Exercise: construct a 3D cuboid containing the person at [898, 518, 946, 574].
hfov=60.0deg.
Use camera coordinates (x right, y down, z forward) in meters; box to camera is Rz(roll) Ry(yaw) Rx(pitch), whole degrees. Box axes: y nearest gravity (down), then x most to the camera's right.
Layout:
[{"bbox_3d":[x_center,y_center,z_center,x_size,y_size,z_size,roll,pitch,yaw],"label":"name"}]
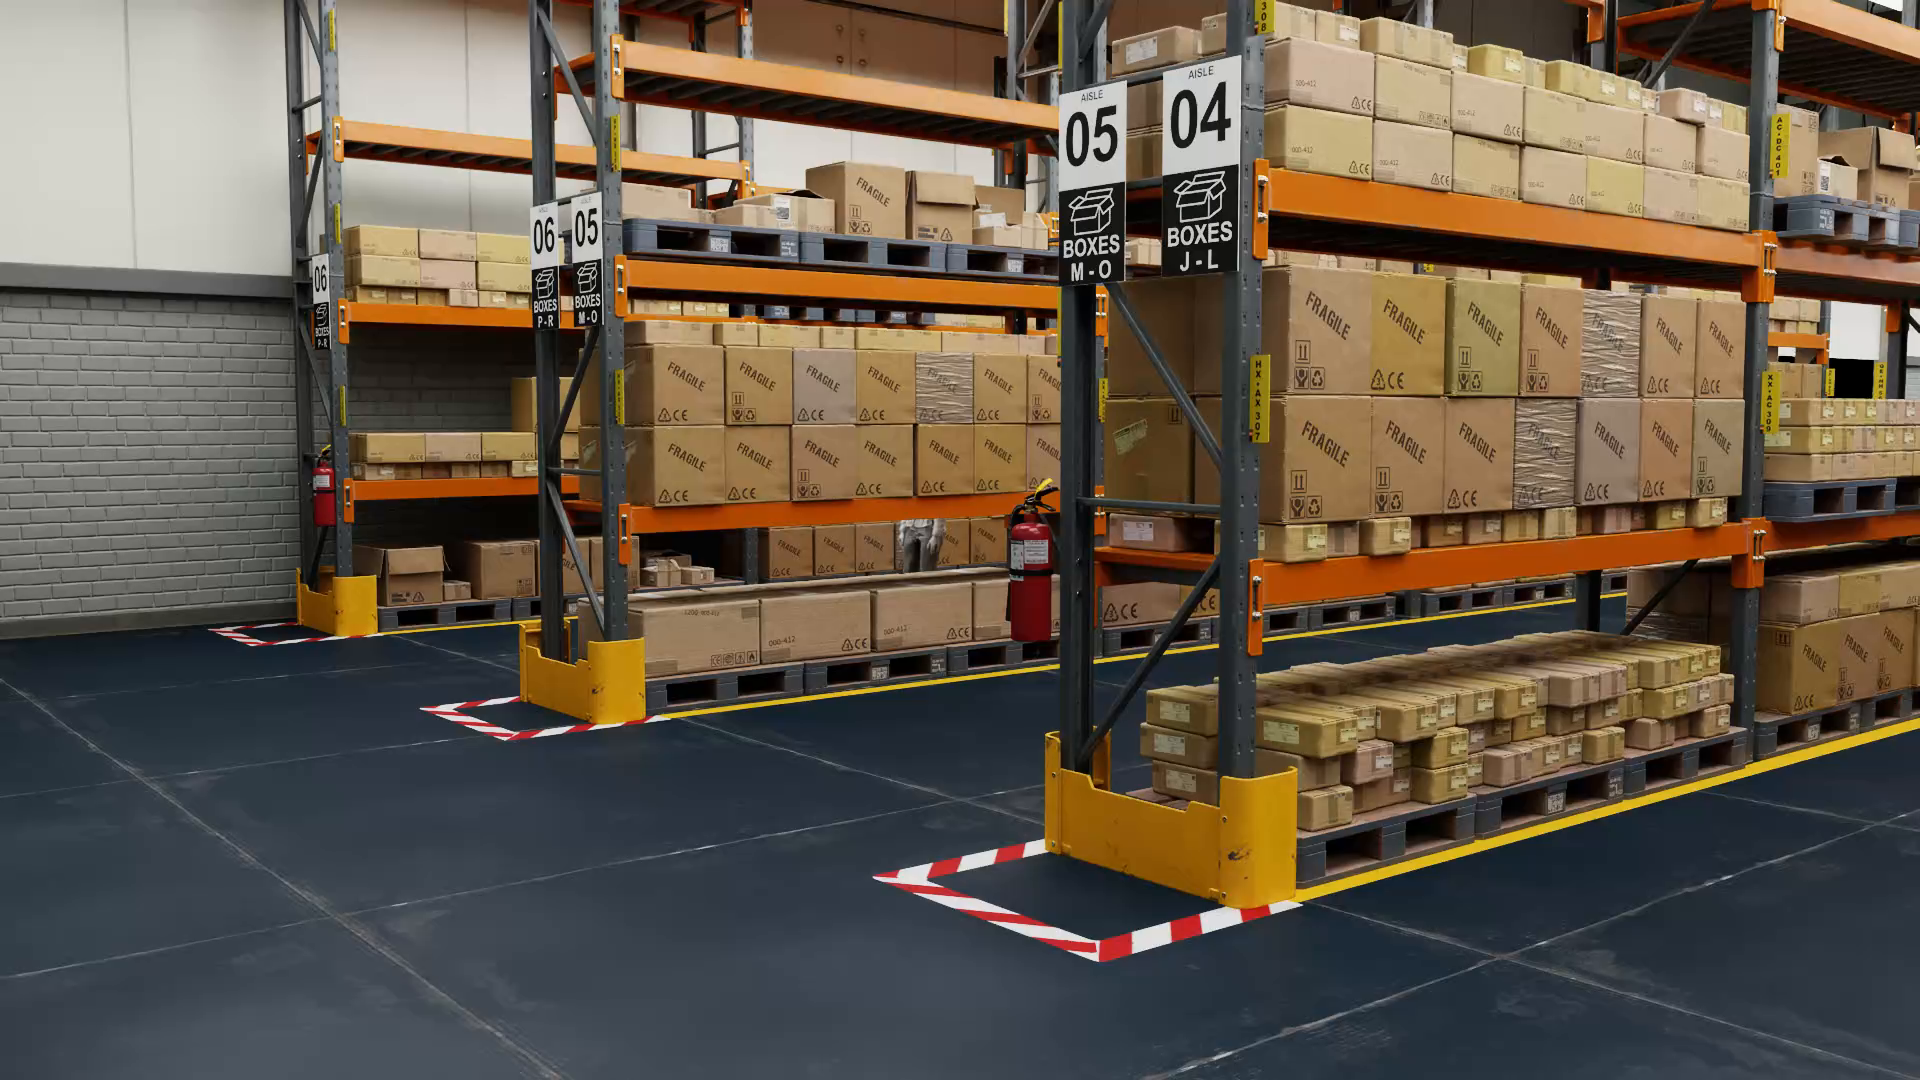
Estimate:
[{"bbox_3d":[-0.337,-0.032,14.148,0.343,1.663,0.526,-4,6,-40],"label":"person"}]
